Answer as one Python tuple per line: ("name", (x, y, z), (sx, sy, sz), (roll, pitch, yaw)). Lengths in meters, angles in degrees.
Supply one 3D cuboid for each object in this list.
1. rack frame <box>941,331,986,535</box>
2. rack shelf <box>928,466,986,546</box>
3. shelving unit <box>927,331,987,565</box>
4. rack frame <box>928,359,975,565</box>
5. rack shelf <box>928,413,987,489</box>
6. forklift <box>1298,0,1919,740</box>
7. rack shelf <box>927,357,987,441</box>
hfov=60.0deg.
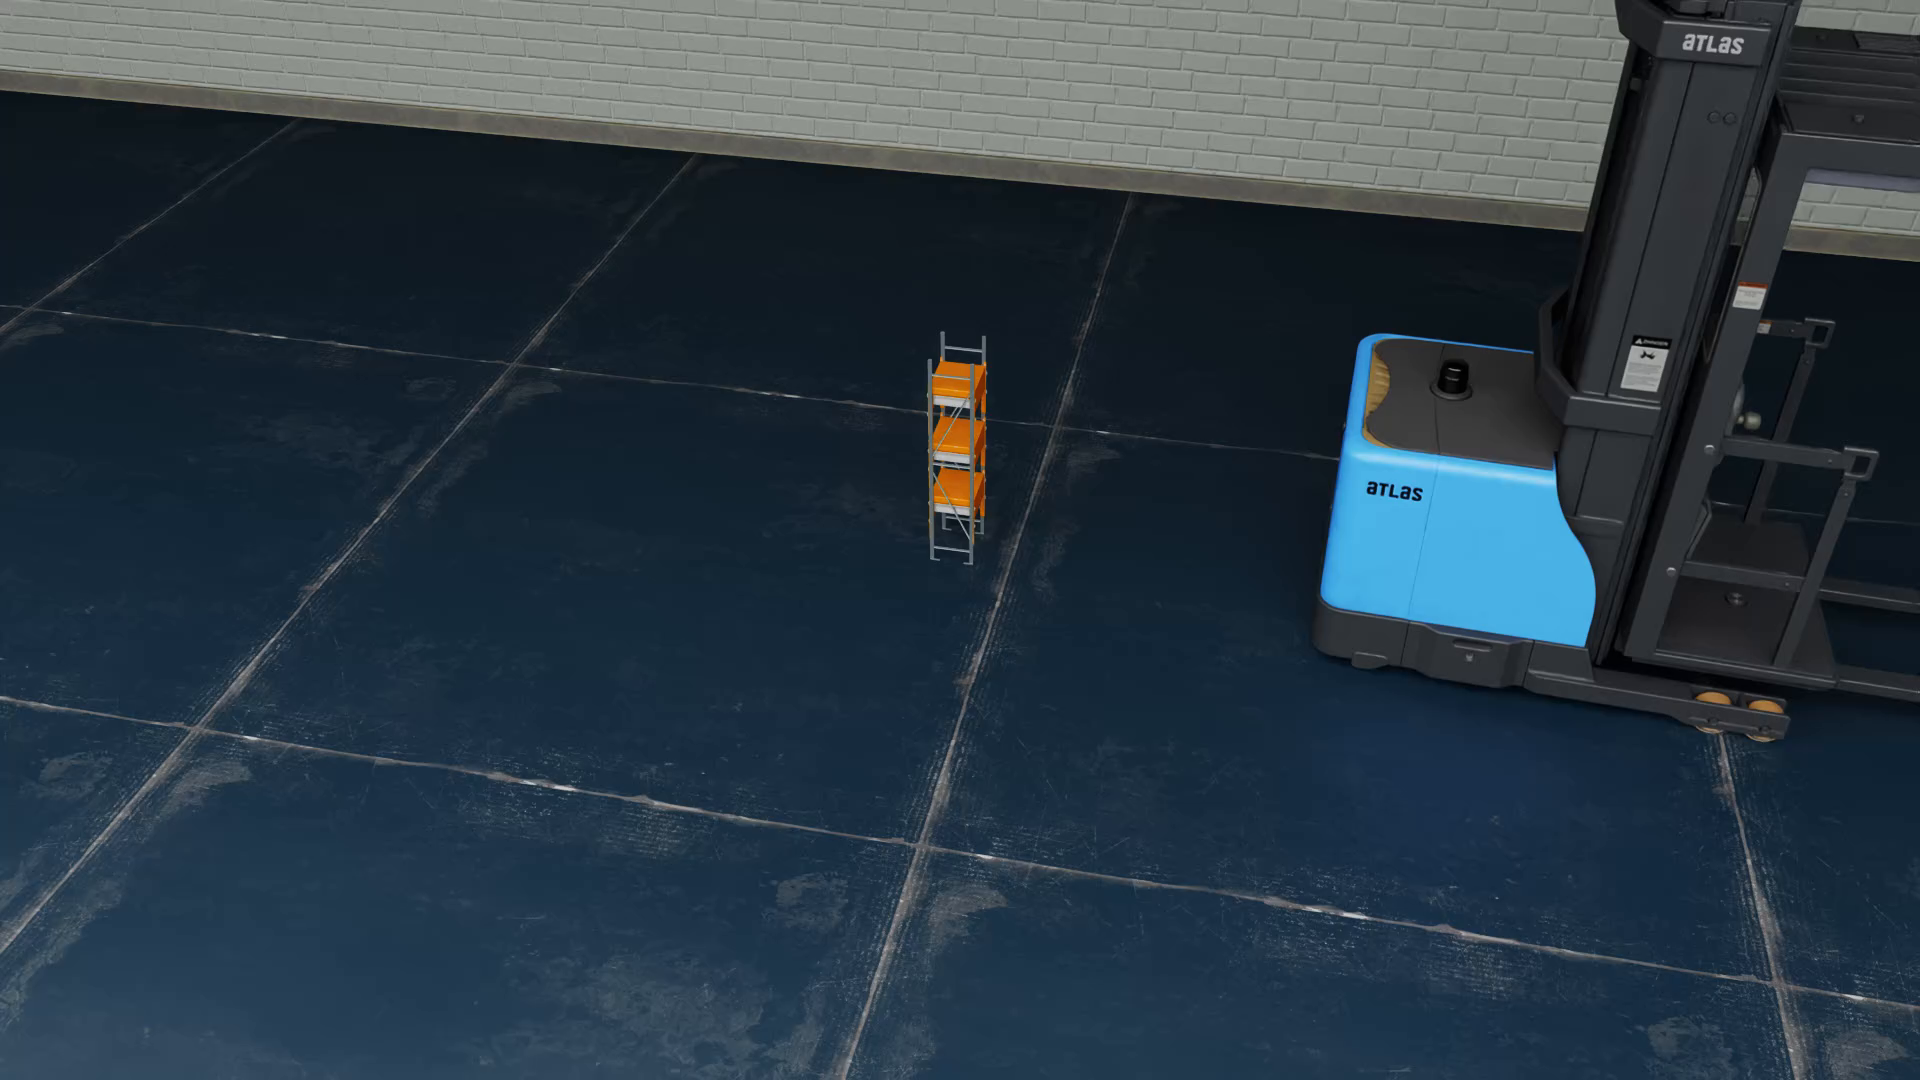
("rack frame", (0.015, -0.464, 7.496), (0.200, 1.050, 0.008), (7, 37, 10))
("rack shelf", (-0.011, -0.161, 7.569), (0.215, 0.259, 0.240), (7, 37, 10))
("shelving unit", (-0.011, -0.394, 7.400), (0.215, 1.050, 0.252), (7, 37, 10))
("rack frame", (-0.037, -0.324, 7.303), (0.200, 1.050, 0.008), (7, 37, 10))
("rack shelf", (-0.011, -0.386, 7.406), (0.215, 0.259, 0.240), (7, 37, 10))
("forklift", (3.009, -0.736, 6.268), (3.031, 2.935, 1.130), (9, 37, 12))
("rack shelf", (-0.011, -0.616, 7.239), (0.215, 0.259, 0.240), (7, 37, 10))
